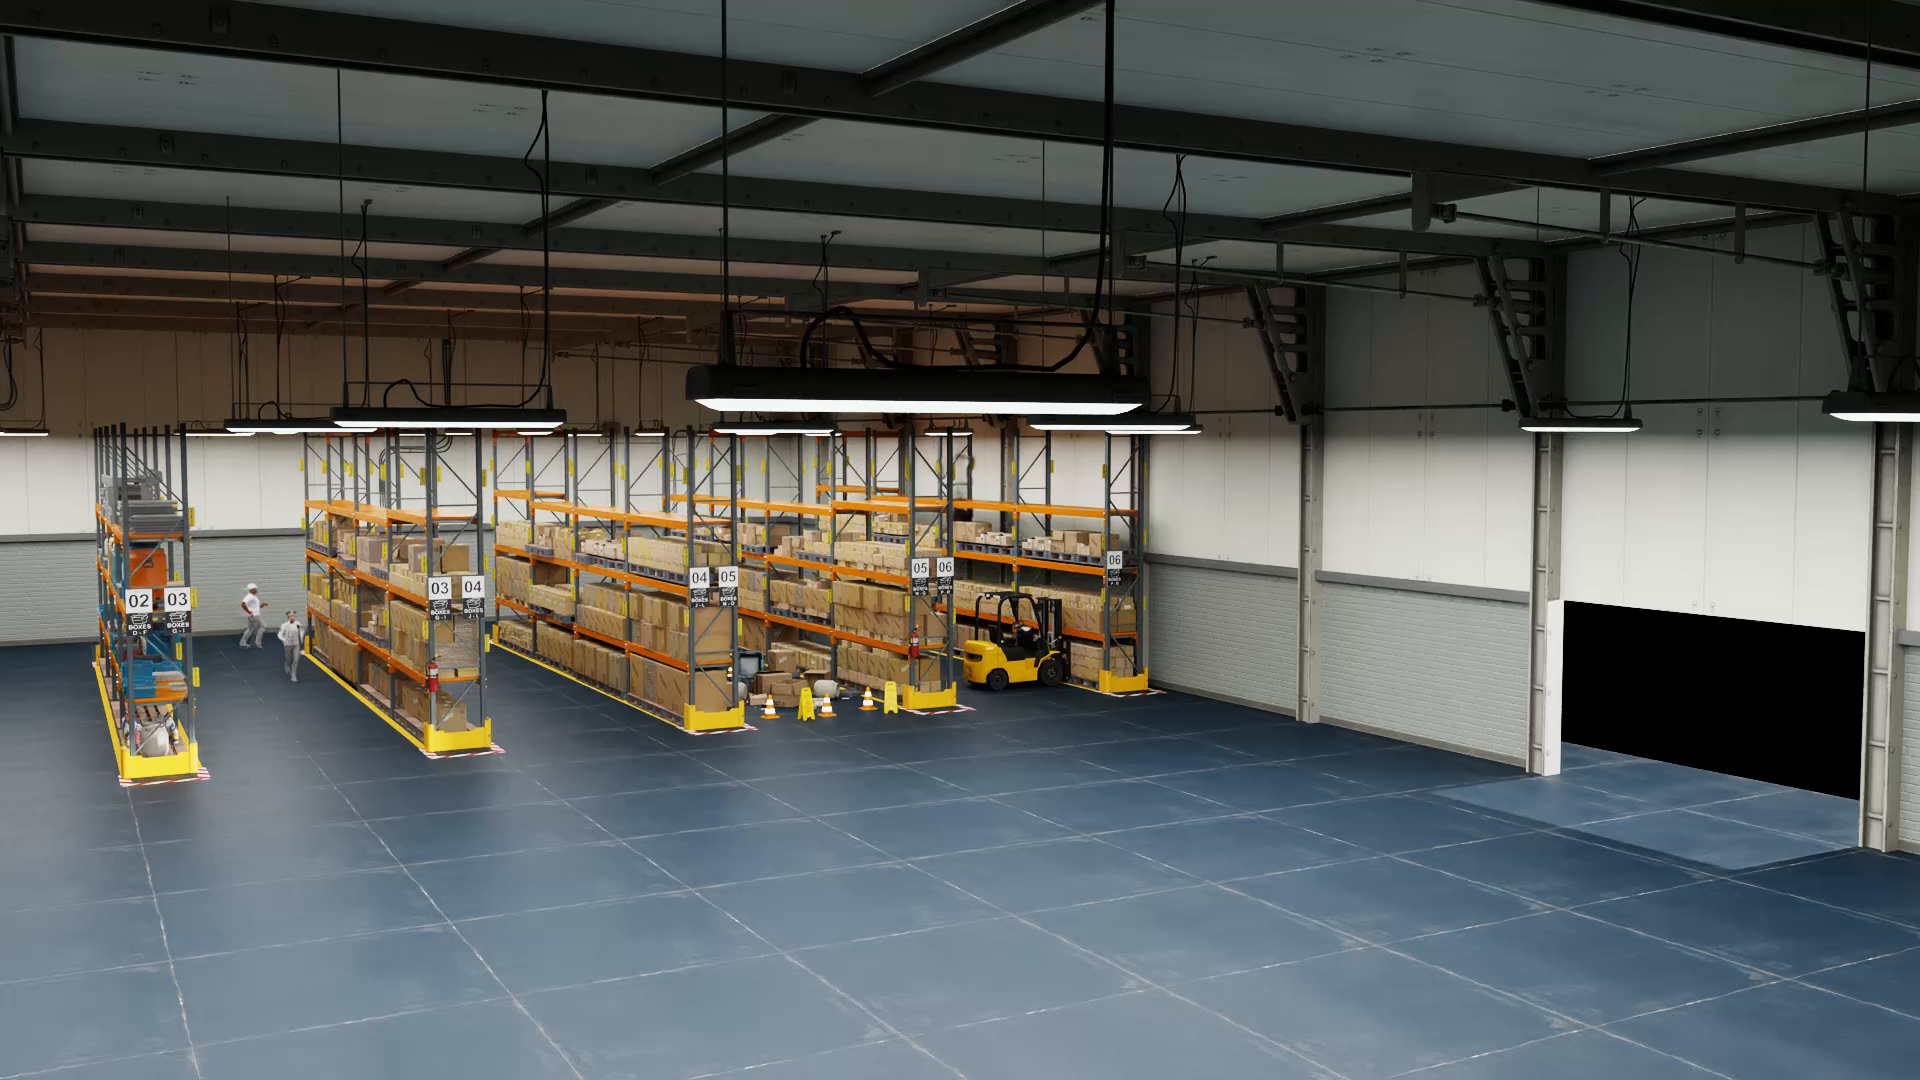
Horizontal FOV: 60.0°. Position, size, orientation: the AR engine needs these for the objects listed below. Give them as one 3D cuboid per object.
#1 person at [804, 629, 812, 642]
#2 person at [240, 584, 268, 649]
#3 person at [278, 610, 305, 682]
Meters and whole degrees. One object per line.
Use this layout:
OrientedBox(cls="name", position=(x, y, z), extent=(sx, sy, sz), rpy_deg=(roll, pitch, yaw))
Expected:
OrientedBox(cls="person", position=(-4.300, 2.115, 45.679), extent=(0.724, 1.713, 0.860), rpy_deg=(-1, 4, -23))
OrientedBox(cls="person", position=(-19.263, 2.100, 45.367), extent=(0.751, 1.823, 0.669), rpy_deg=(-2, 4, -26))
OrientedBox(cls="person", position=(-15.920, 2.513, 39.631), extent=(0.627, 1.698, 0.761), rpy_deg=(-2, 4, -32))
